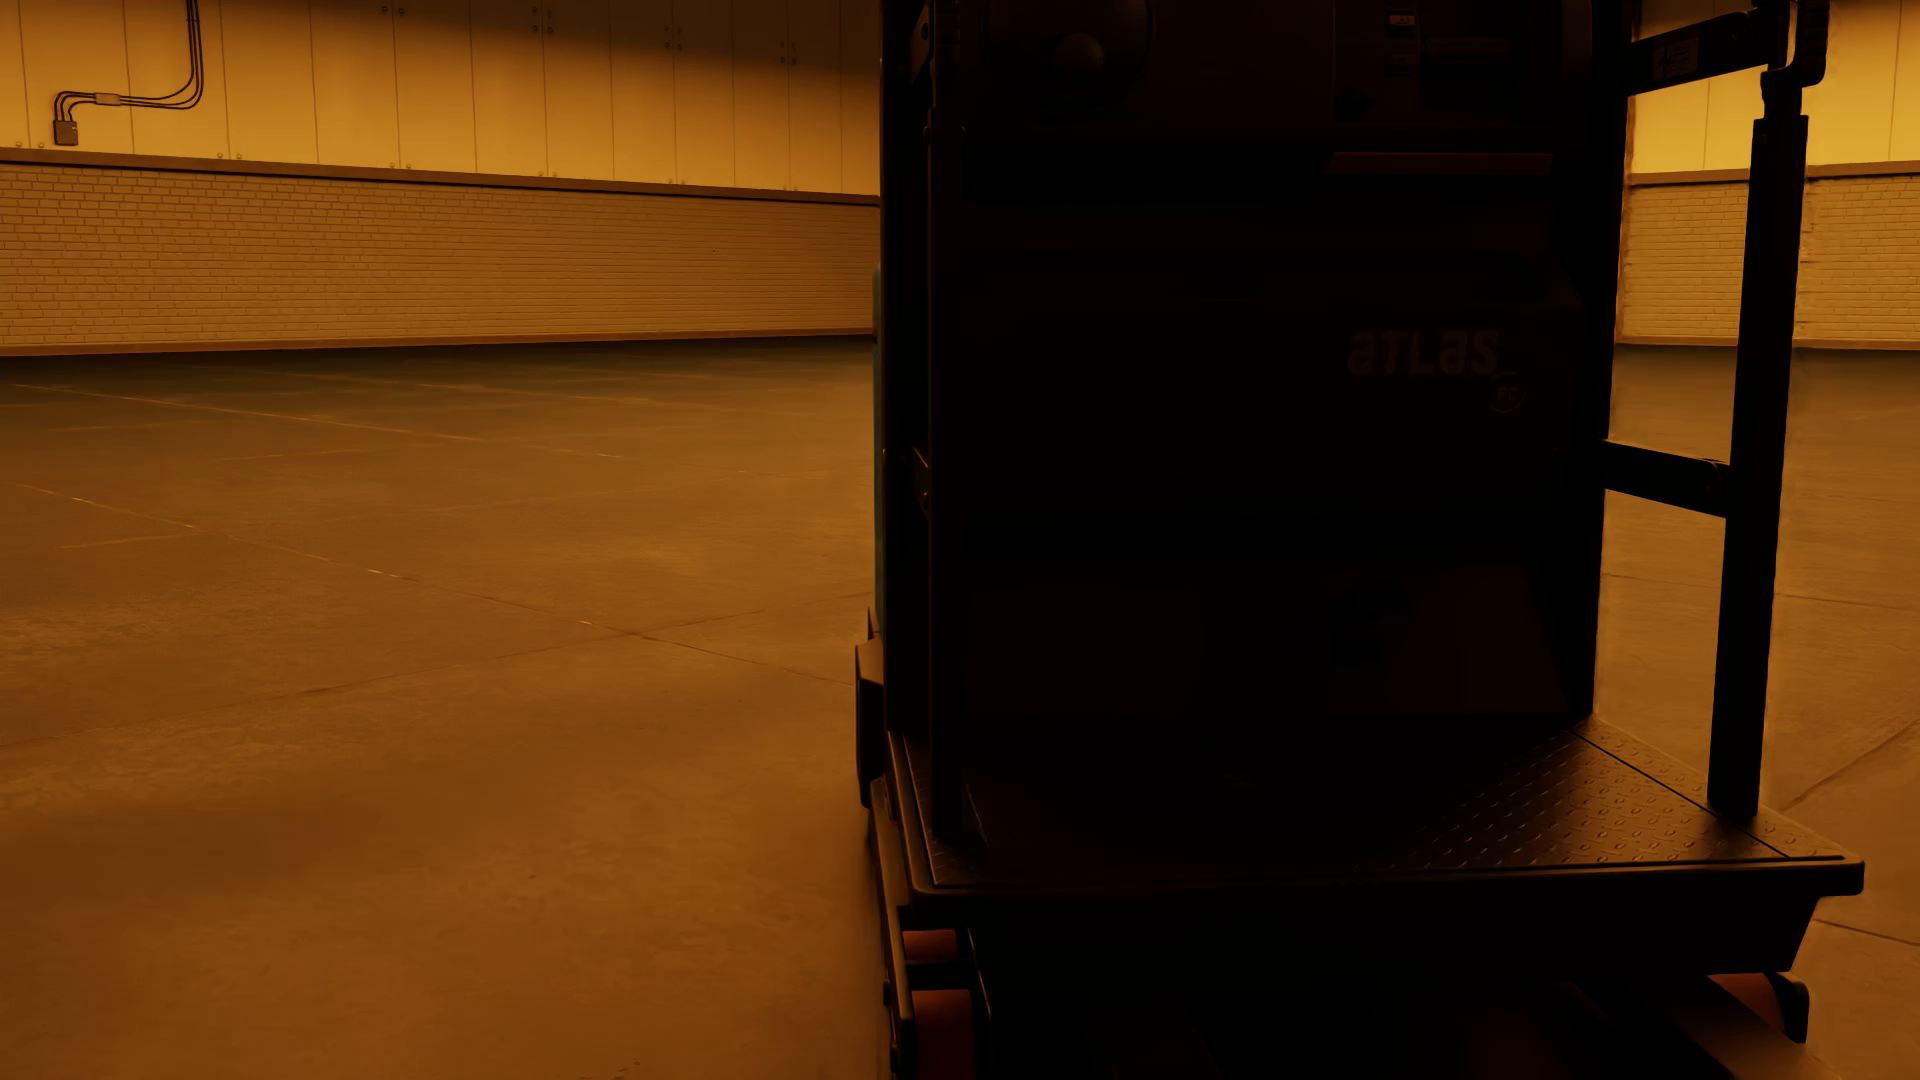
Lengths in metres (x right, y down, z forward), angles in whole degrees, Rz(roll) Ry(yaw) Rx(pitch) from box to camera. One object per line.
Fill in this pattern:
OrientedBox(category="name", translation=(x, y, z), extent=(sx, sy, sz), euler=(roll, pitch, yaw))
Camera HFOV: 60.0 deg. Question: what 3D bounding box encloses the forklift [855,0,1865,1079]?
OrientedBox(category="forklift", translation=(0.449, -0.792, 2.135), extent=(1.130, 2.935, 3.031), euler=(-1, 9, -5))
